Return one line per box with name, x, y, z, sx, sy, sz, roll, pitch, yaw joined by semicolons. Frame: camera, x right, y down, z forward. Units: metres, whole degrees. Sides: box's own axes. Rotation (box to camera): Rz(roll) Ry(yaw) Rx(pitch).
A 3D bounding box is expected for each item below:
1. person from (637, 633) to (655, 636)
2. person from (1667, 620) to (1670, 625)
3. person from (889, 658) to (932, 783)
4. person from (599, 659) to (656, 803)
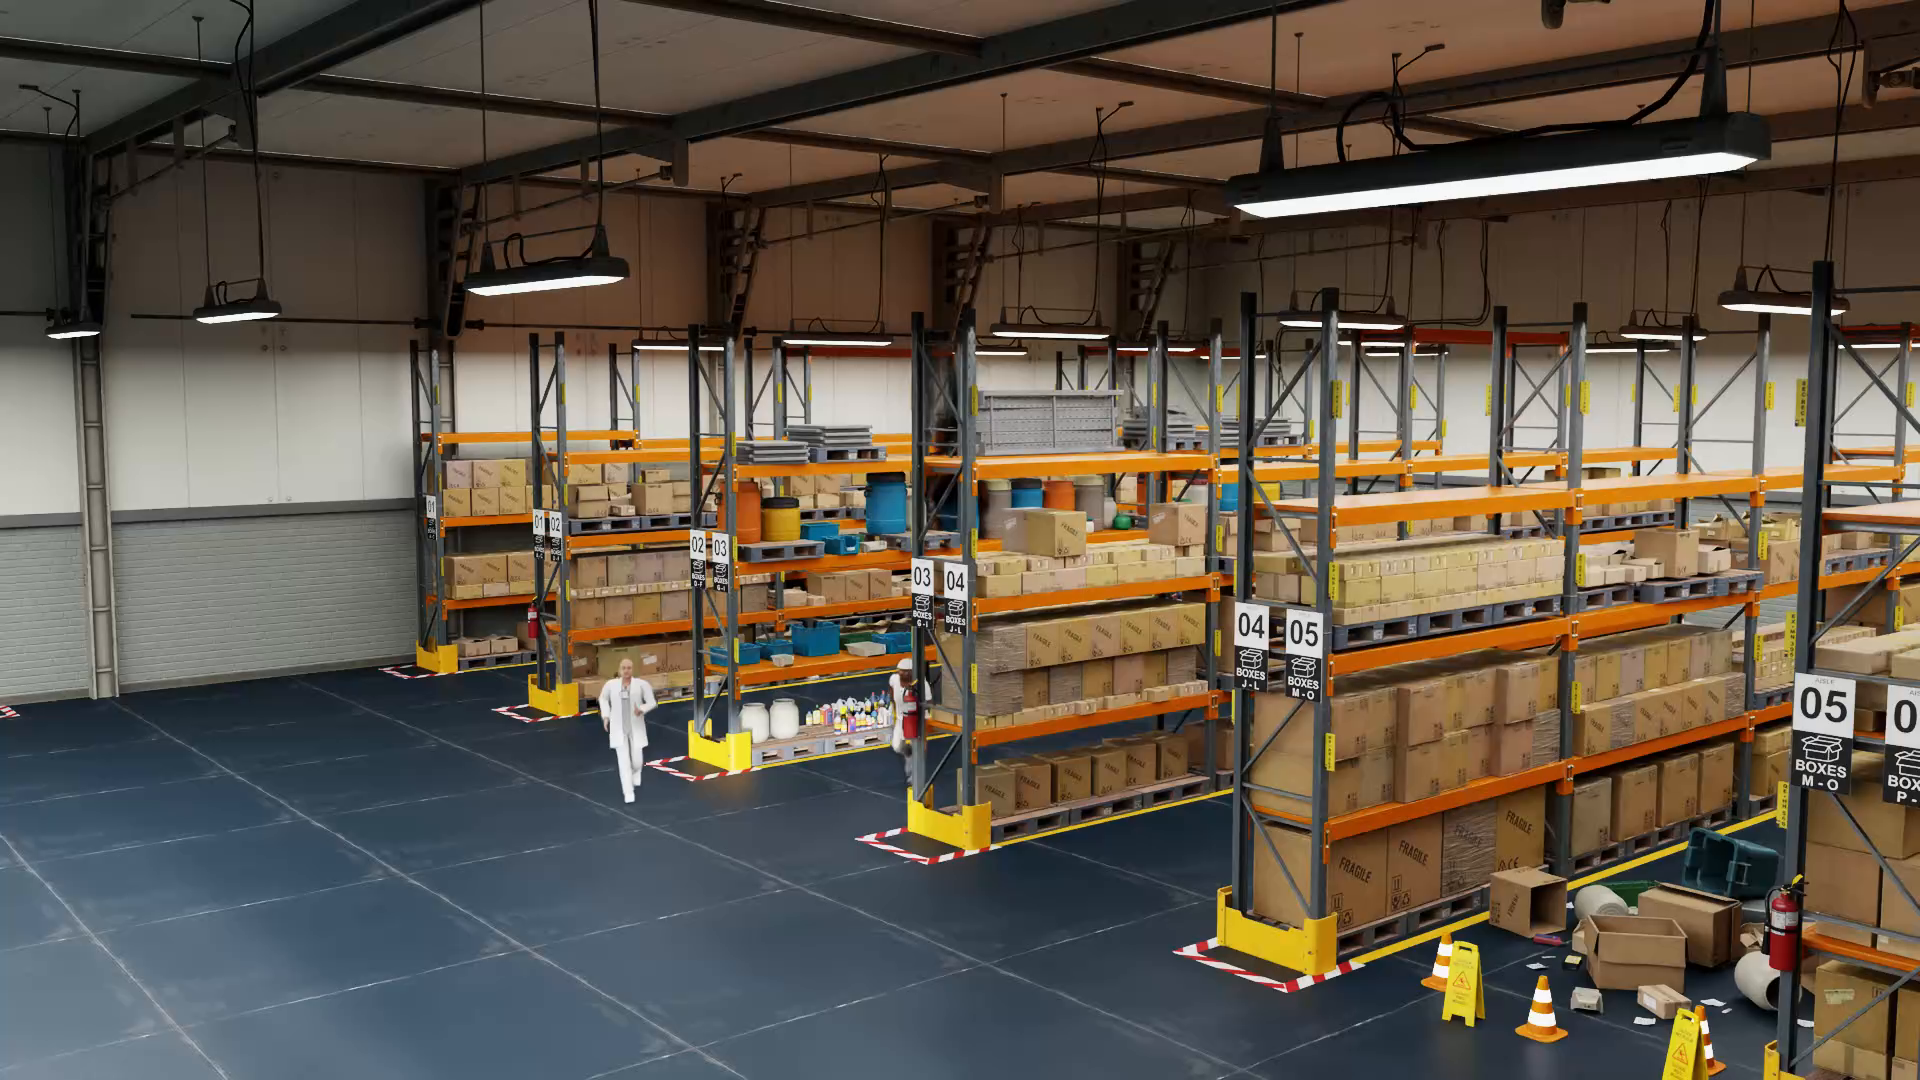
person;-5.559;1.606;29.684;0.573;1.628;0.758;4;7;38
person;10.293;2.019;24.064;0.684;1.771;0.969;5;7;41
person;-0.670;2.339;21.448;0.684;1.680;0.776;2;6;19
person;-4.169;2.356;20.861;0.711;1.750;0.884;-1;5;-10
